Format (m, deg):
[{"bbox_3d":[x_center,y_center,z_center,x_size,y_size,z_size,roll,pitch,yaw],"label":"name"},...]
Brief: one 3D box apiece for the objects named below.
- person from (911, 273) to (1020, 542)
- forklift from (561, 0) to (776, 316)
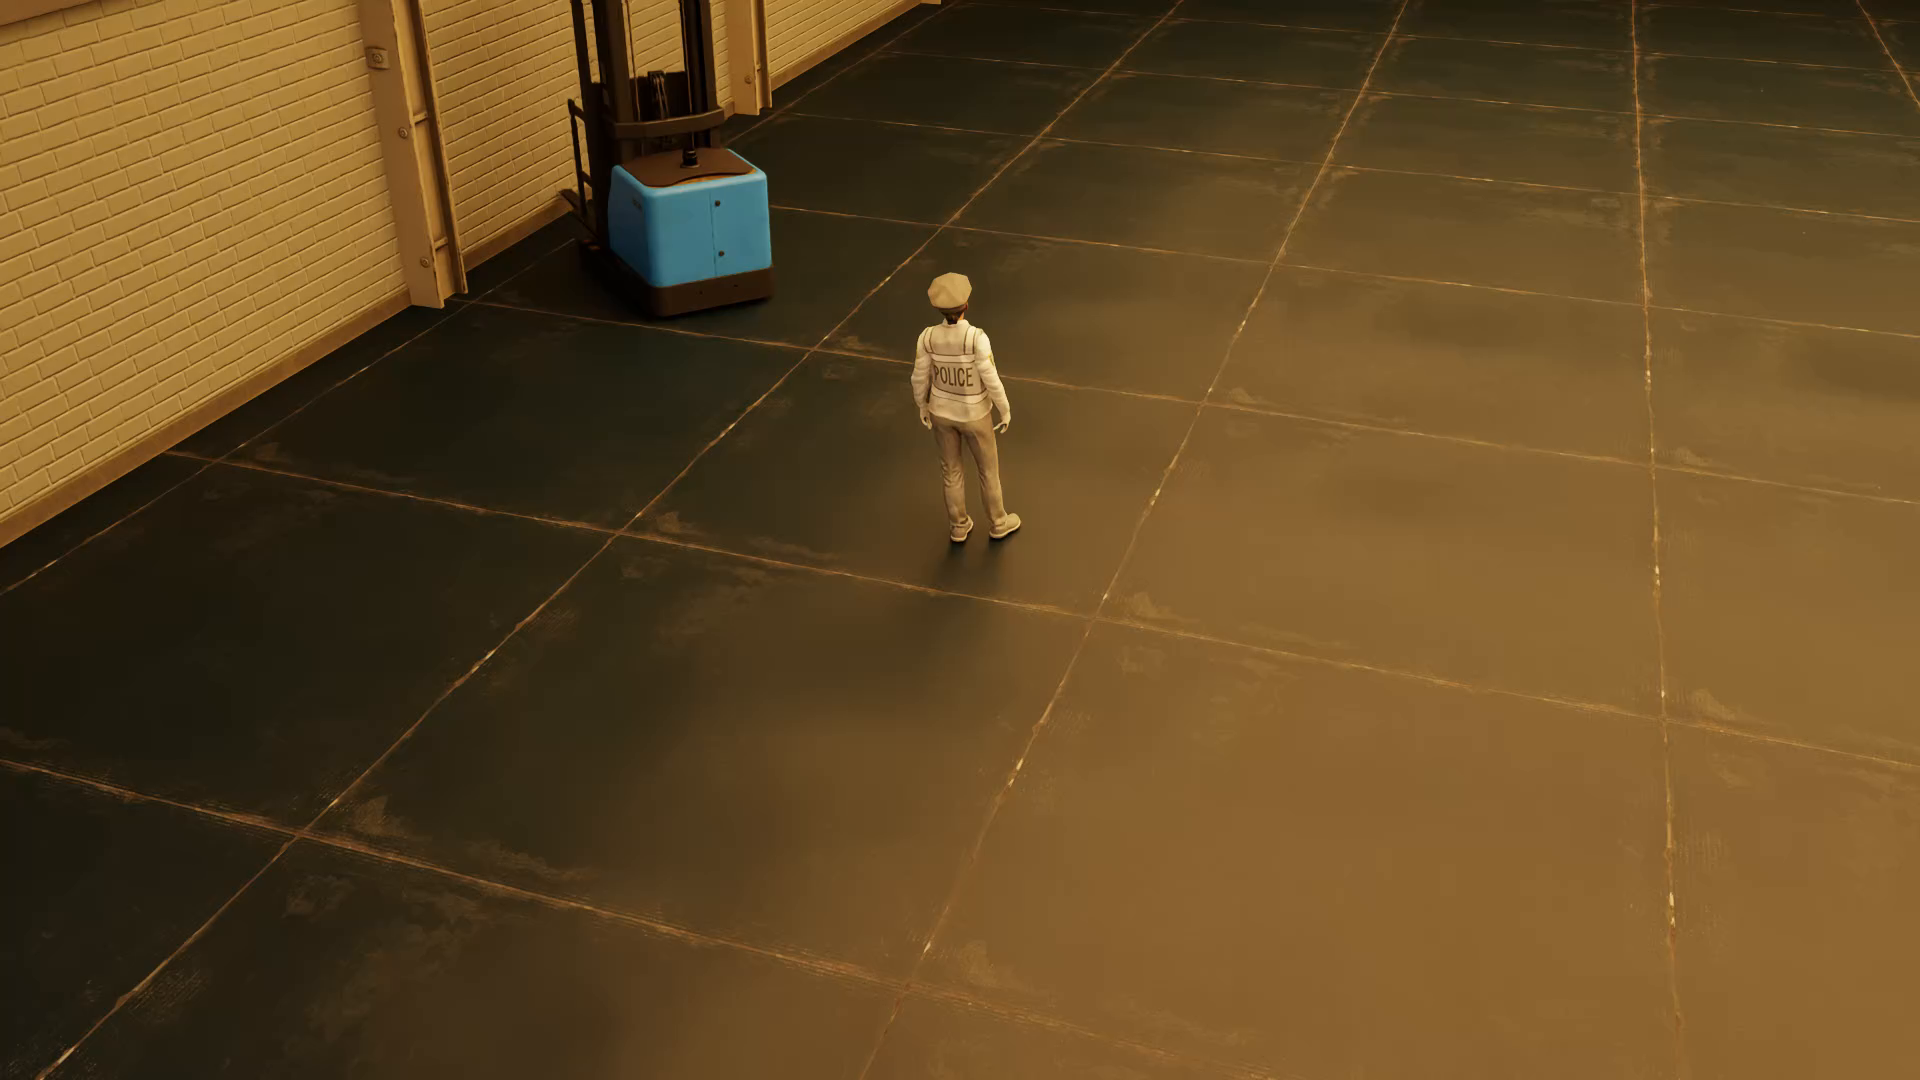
[{"bbox_3d":[0.029,-0.774,9.728,0.586,1.694,0.530,10,31,16],"label":"person"},{"bbox_3d":[-2.647,-3.724,13.669,1.130,2.935,3.031,-15,33,-25],"label":"forklift"}]
